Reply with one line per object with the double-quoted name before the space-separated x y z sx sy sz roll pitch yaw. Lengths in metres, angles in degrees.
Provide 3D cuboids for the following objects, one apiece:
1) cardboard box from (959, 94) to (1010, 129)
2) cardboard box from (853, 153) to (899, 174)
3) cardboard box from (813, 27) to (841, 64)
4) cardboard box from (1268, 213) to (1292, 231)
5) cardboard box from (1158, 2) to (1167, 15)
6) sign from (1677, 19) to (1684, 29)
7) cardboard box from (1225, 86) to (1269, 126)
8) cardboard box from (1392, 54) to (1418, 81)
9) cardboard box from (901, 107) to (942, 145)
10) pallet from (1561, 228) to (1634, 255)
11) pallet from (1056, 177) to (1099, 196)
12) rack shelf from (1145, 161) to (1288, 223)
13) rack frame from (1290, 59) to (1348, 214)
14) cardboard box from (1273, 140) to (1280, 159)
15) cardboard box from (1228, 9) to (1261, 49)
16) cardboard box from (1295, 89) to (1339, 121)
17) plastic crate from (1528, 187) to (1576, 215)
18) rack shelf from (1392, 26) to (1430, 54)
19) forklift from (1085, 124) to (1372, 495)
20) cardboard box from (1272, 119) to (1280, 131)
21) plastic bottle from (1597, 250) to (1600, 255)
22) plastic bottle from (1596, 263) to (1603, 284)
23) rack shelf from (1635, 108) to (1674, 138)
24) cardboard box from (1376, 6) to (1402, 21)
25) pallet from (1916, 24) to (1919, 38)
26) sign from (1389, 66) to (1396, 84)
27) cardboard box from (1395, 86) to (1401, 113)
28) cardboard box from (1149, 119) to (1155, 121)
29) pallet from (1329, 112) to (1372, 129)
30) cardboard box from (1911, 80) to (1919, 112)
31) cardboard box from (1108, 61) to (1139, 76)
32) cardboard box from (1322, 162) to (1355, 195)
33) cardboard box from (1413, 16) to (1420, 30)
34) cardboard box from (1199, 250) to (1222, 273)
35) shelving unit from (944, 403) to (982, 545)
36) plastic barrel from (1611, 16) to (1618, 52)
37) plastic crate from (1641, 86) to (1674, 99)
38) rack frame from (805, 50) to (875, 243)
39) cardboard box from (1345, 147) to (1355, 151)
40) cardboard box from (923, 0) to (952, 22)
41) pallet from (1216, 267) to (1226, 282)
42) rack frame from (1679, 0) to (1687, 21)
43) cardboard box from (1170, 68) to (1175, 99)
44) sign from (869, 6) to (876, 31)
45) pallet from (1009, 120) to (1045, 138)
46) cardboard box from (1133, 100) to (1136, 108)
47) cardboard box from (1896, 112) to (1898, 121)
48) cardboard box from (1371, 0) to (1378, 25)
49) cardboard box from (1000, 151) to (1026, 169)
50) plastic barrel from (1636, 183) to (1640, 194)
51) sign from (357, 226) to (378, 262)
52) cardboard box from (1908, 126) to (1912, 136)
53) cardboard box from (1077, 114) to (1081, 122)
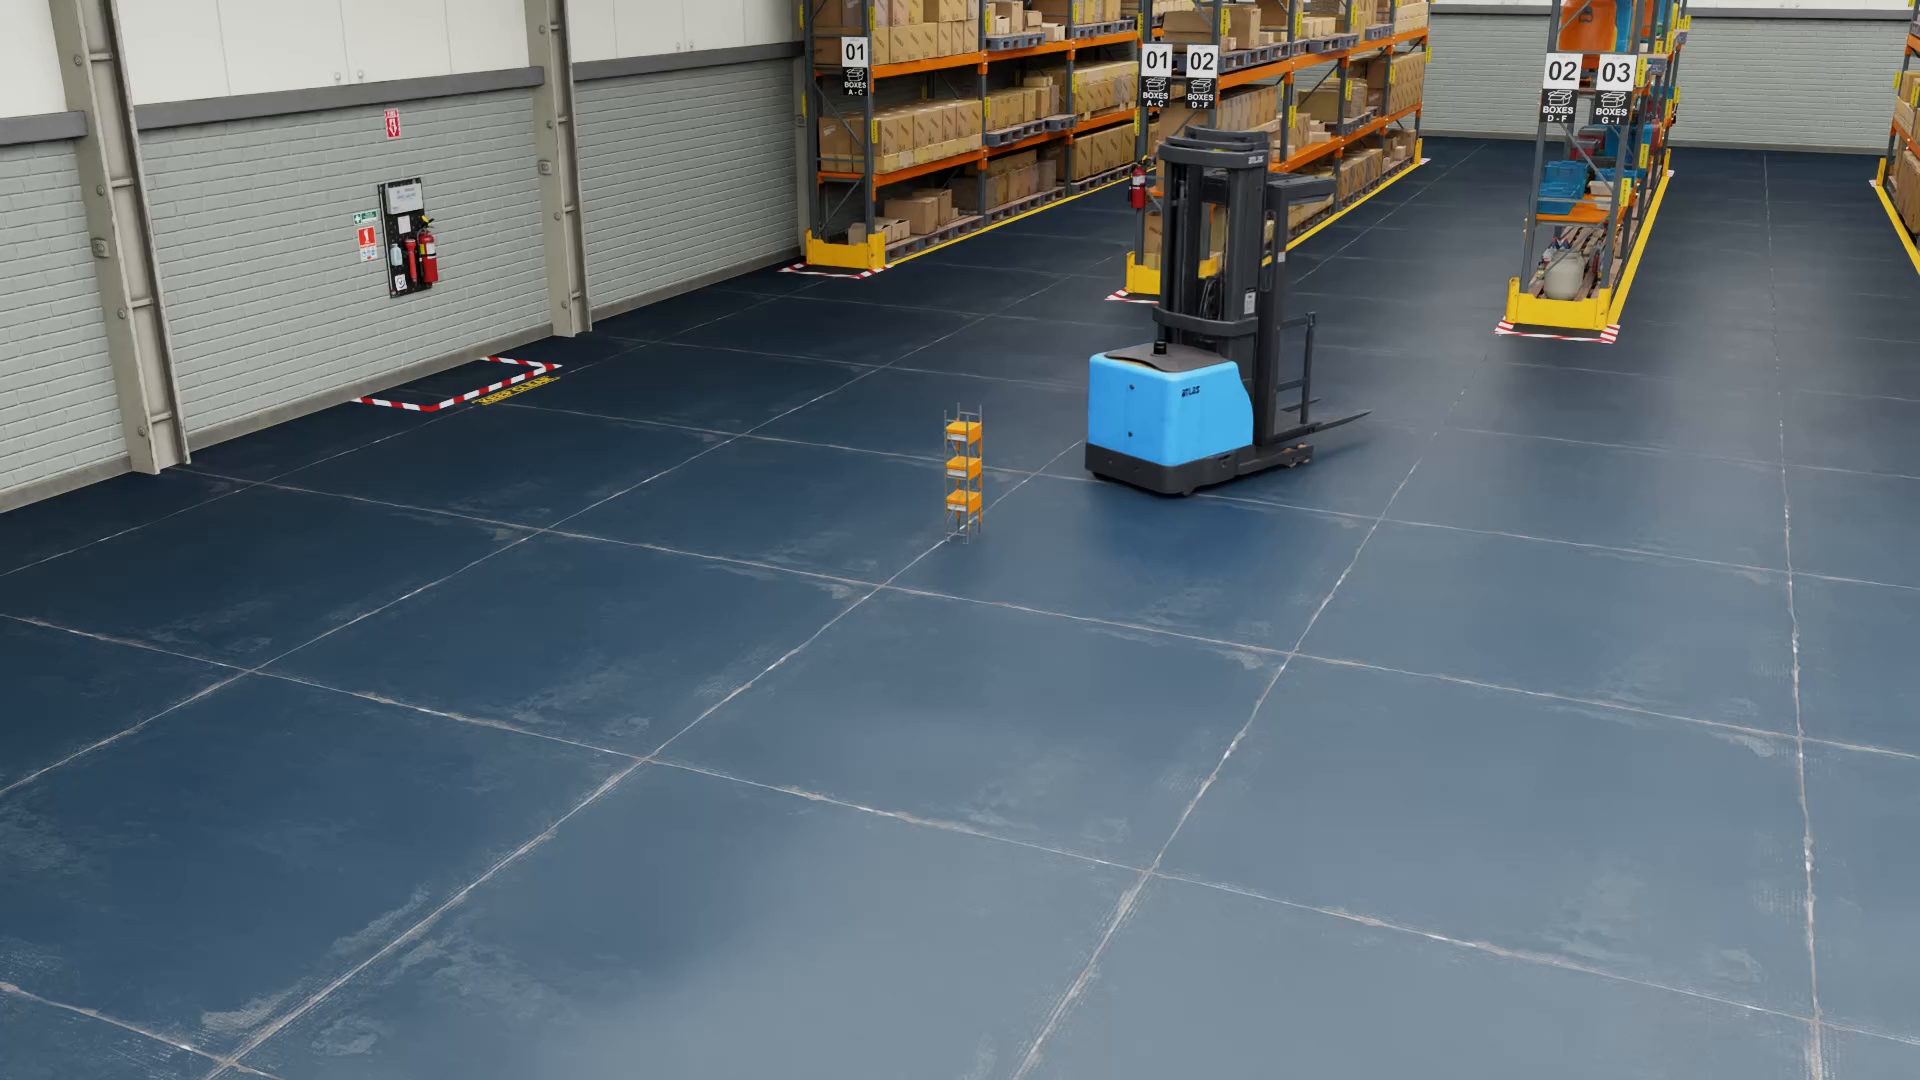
"cardboard box" 0.413 -7.202 27.938 0.700 0.500 0.500 11 22 28
"cardboard box" -1.211 -5.449 24.007 0.500 0.250 0.500 8 21 21
"cardboard box" -1.760 -7.036 23.622 0.500 0.500 0.500 10 22 27
"cardboard box" 4.850 -4.940 25.860 0.500 0.250 0.500 8 21 21
"cardboard box" 3.959 -10.989 34.363 0.500 0.250 0.500 8 21 22
"sign" 12.753 -9.055 29.463 0.100 0.325 0.005 9 21 23
"cardboard box" 4.077 -6.316 24.166 0.700 0.500 0.500 8 21 23
"cardboard box" 9.027 -9.648 33.978 0.500 0.500 0.500 9 22 24
"cardboard box" -0.601 -6.267 25.190 0.500 0.500 0.500 9 22 24
"pallet" 9.760 -4.574 25.514 1.003 0.211 1.213 9 21 23
"pallet" 1.967 -6.767 31.681 1.003 0.211 1.213 9 21 23
"rack shelf" 3.640 -4.998 23.620 1.077 0.370 4.000 9 21 23
"rack frame" 6.096 -7.171 28.657 1.000 3.000 0.127 9 21 23
"cardboard box" 4.620 -6.034 25.684 0.500 0.250 0.500 10 22 26
"cardboard box" 3.750 -6.920 22.489 0.500 0.500 0.500 9 21 23
"cardboard box" 6.252 -7.624 29.155 0.700 0.500 0.500 2 20 4
"plastic crate" 7.270 -4.169 20.437 0.499 0.251 0.616 9 21 23
"rack shelf" 8.553 -10.080 33.432 1.077 0.370 4.000 9 21 23
"forklift" 2.537 -2.146 14.630 3.031 2.935 1.130 -16 25 -38
"cardboard box" 4.543 -6.189 24.777 0.380 0.149 0.250 9 21 23
"plastic bottle" 8.660 -3.808 22.596 0.061 0.283 0.133 9 21 23
"plastic bottle" 8.365 -3.478 21.688 0.097 0.271 0.097 0 20 0
"rack shelf" 13.071 -7.986 32.021 1.077 0.370 4.000 9 21 23
"cardboard box" 8.160 -10.087 31.856 0.500 0.250 0.500 9 21 23
"pallet" 17.616 -9.025 29.526 1.003 0.211 1.213 9 21 23
"sign" 8.242 -8.865 31.690 0.100 0.325 0.005 9 21 23
"cardboard box" 8.399 -8.717 32.853 0.500 0.500 0.500 9 21 24
"cardboard box" 4.007 -9.071 36.135 0.380 0.149 0.250 9 21 23
"pallet" 6.889 -7.676 30.362 1.003 0.211 1.213 9 21 23
"cardboard box" 16.715 -7.634 28.618 0.500 0.500 0.500 9 22 24
"cardboard box" 3.256 -9.445 33.307 0.500 0.250 0.500 9 22 24
"cardboard box" 6.753 -6.462 29.735 0.500 0.500 0.500 8 21 21
"cardboard box" 8.995 -10.460 33.652 0.500 0.250 0.500 9 21 23
"cardboard box" 3.243 -3.761 22.546 0.500 0.250 0.500 9 21 23
"shelving unit" 0.022 -0.511 12.839 0.215 1.050 0.252 9 21 23
"plastic barrel" 7.689 -6.111 20.290 0.600 0.588 0.600 0 20 0
"plastic crate" 13.923 -8.853 33.243 0.616 0.435 0.499 9 21 23
"rack frame" -1.700 -5.404 23.688 1.000 3.000 0.127 9 21 23
"cardboard box" 7.314 -7.309 32.119 0.500 0.500 0.500 8 21 20
"cardboard box" -0.439 -8.048 24.973 0.500 0.500 0.500 8 21 21
"pallet" 3.095 -3.651 22.921 1.003 0.211 1.213 9 21 23
"rack frame" 13.890 -11.763 32.614 1.000 3.000 0.127 9 21 23
"cardboard box" 4.044 -9.824 35.667 0.980 0.700 0.700 7 21 20
"sign" -1.205 -7.155 22.830 0.100 0.325 0.005 9 21 23
"pallet" 0.802 -7.149 28.880 1.003 0.211 1.213 9 21 23
"cardboard box" 3.333 -8.821 33.642 0.380 0.149 0.250 9 21 23
"cardboard box" 17.754 -7.918 31.131 0.380 0.149 0.250 8 21 21
"cardboard box" 7.461 -9.956 31.084 0.600 0.600 0.600 6 21 18
"cardboard box" 0.832 -6.682 29.236 0.500 0.250 0.500 8 21 22
"plastic barrel" 11.724 -6.542 29.392 0.600 0.901 0.708 9 21 23
"sign" -6.027 -3.015 16.915 0.001 0.329 0.234 9 21 23
"cardboard box" 16.597 -7.053 28.700 0.380 0.149 0.250 9 21 23
"cardboard box" 2.033 -7.886 31.011 0.380 0.149 0.250 9 21 23
